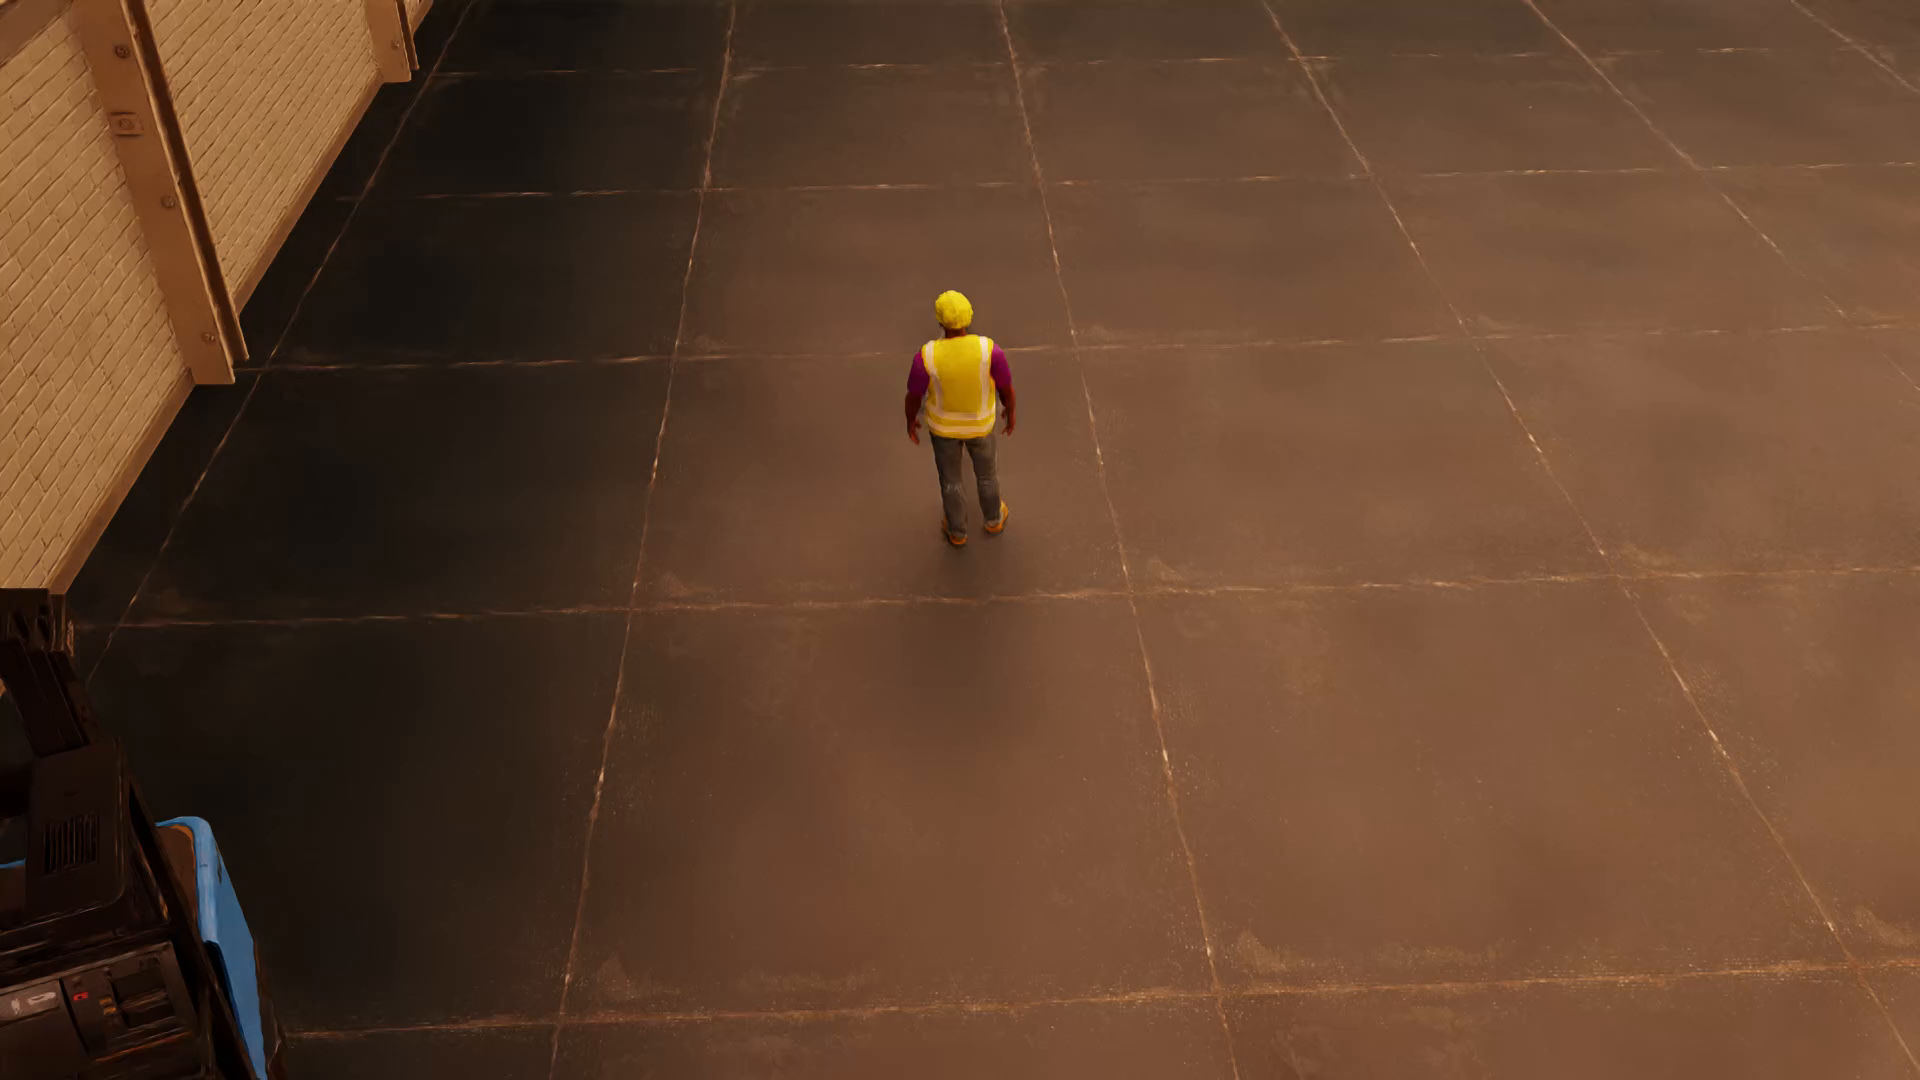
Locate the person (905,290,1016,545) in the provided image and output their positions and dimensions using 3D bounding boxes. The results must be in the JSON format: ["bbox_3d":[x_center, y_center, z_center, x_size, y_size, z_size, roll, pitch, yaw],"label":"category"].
[{"bbox_3d":[0.002,-0.761,10.032,0.665,1.766,0.576,-2,36,-2],"label":"person"}]

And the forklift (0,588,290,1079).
[{"bbox_3d":[-3.111,1.749,5.609,1.130,2.935,3.031,-14,38,-18],"label":"forklift"}]
